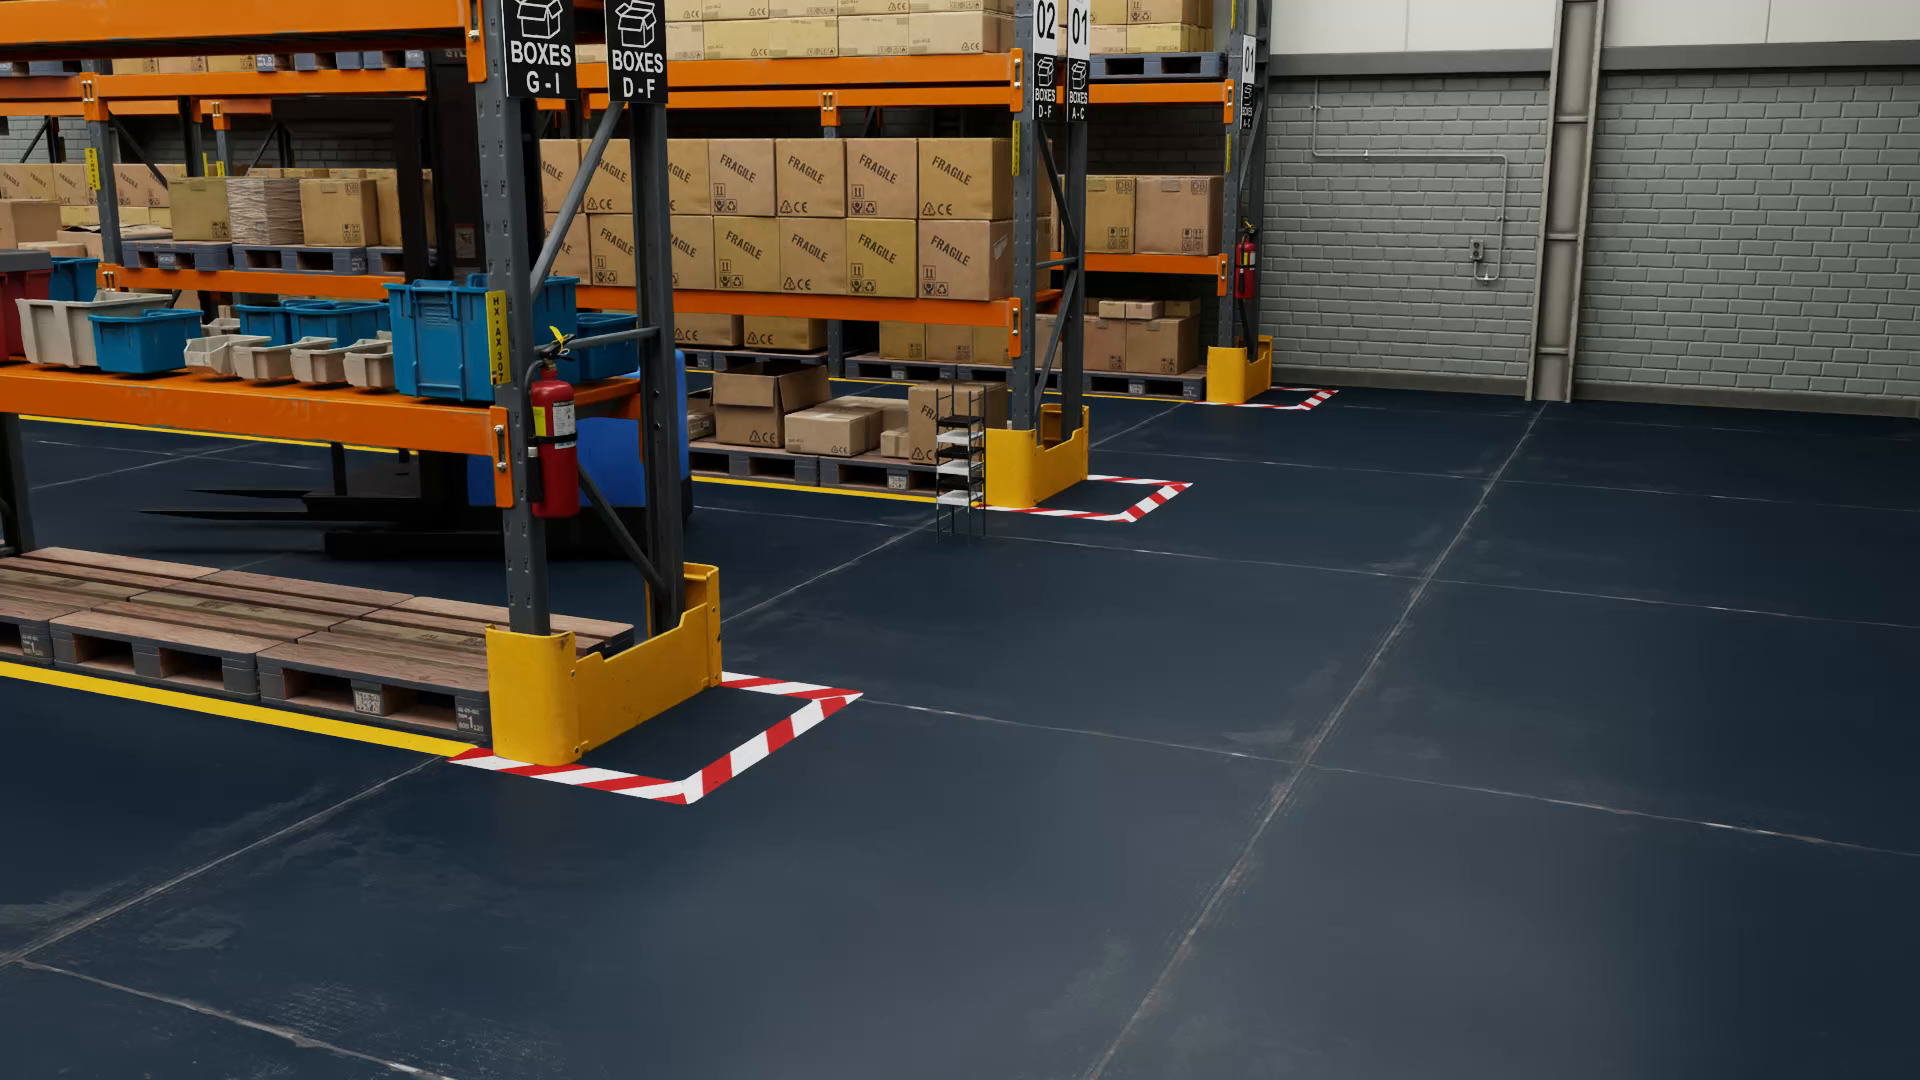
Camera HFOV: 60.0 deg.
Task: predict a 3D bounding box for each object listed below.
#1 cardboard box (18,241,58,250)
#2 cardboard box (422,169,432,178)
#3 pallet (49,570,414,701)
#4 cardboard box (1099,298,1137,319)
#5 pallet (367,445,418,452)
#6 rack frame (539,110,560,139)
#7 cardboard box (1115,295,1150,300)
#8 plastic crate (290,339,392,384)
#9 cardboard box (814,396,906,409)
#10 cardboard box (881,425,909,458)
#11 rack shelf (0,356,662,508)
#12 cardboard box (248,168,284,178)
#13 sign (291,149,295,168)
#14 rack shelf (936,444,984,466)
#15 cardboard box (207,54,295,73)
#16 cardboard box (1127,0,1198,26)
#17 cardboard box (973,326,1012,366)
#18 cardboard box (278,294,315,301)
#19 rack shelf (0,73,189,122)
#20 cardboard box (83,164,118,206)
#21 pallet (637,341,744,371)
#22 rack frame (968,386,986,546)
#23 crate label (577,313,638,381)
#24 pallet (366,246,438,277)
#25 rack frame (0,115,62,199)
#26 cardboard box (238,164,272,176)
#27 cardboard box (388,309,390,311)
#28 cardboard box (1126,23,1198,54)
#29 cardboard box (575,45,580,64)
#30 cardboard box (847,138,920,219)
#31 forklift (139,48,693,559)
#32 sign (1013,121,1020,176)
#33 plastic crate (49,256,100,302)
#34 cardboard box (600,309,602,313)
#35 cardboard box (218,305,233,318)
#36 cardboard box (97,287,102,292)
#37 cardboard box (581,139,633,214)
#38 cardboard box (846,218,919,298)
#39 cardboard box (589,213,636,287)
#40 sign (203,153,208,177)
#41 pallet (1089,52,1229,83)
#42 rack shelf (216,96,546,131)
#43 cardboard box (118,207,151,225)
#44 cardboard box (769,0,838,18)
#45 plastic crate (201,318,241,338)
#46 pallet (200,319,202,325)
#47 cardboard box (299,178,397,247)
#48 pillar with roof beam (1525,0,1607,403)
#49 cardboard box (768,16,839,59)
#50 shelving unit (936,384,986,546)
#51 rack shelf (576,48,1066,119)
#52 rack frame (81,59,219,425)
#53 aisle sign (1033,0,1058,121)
[{"bbox_3d":[-7.917,-2.510,14.436,0.250,0.149,0.380,7,15,27],"label":"cardboard box"},{"bbox_3d":[-5.681,-3.911,18.676,0.500,0.500,0.700,4,14,18],"label":"cardboard box"},{"bbox_3d":[-3.273,0.408,7.553,1.213,0.211,1.003,6,14,23],"label":"pallet"},{"bbox_3d":[1.483,-2.165,15.549,0.250,0.149,0.380,6,15,25],"label":"cardboard box"},{"bbox_3d":[-3.830,-0.866,12.982,1.213,0.211,1.003,6,14,23],"label":"pallet"},{"bbox_3d":[-4.725,-3.561,18.365,0.127,3.000,1.000,6,14,23],"label":"rack frame"},{"bbox_3d":[1.640,-2.245,15.889,0.250,0.149,0.380,6,14,23],"label":"cardboard box"},{"bbox_3d":[-2.502,-0.720,6.703,0.243,0.136,0.396,6,14,23],"label":"plastic crate"},{"bbox_3d":[-0.711,-0.863,11.925,0.500,0.250,0.500,6,14,23],"label":"cardboard box"},{"bbox_3d":[-0.345,-0.676,11.308,0.250,0.166,0.380,6,14,23],"label":"cardboard box"},{"bbox_3d":[-3.252,-0.586,7.263,4.000,0.370,1.077,6,14,23],"label":"rack shelf"},{"bbox_3d":[-7.931,-4.140,19.650,0.500,0.500,0.700,6,14,23],"label":"cardboard box"},{"bbox_3d":[-8.161,-4.611,20.305,0.005,0.325,0.100,6,14,23],"label":"sign"},{"bbox_3d":[0.007,-0.493,9.636,0.200,0.077,0.258,6,14,23],"label":"rack shelf"},{"bbox_3d":[-5.374,-3.906,13.052,0.500,0.500,0.910,6,14,23],"label":"cardboard box"},{"bbox_3d":[1.809,-4.837,14.785,0.500,0.500,0.500,6,14,23],"label":"cardboard box"},{"bbox_3d":[0.500,-1.993,16.234,0.500,0.500,0.700,6,15,25],"label":"cardboard box"},{"bbox_3d":[-7.703,-2.864,19.902,0.500,0.500,0.700,6,15,25],"label":"cardboard box"},{"bbox_3d":[-8.557,-3.821,14.482,4.000,0.370,1.077,6,14,23],"label":"rack shelf"},{"bbox_3d":[-10.331,-4.354,20.387,0.500,0.500,0.500,6,15,25],"label":"cardboard box"},{"bbox_3d":[-2.924,-2.002,17.823,1.213,0.211,1.003,6,14,23],"label":"pallet"},{"bbox_3d":[0.100,-0.428,9.609,0.006,0.900,0.240,6,14,23],"label":"rack frame"},{"bbox_3d":[-1.516,-0.791,6.795,0.303,0.233,0.416,6,14,23],"label":"crate label"},{"bbox_3d":[-3.758,-2.159,12.811,1.213,0.211,1.003,6,14,23],"label":"pallet"},{"bbox_3d":[-12.040,-4.301,21.520,0.127,3.000,1.000,6,14,23],"label":"rack frame"},{"bbox_3d":[-8.728,-4.320,20.243,0.500,0.500,0.500,5,14,22],"label":"cardboard box"},{"bbox_3d":[-4.788,-1.753,13.526,0.500,0.250,0.500,5,14,22],"label":"cardboard box"},{"bbox_3d":[1.812,-4.474,14.878,0.500,0.250,0.500,6,15,25],"label":"cardboard box"},{"bbox_3d":[-2.727,-3.447,11.639,0.500,0.250,0.500,6,14,23],"label":"cardboard box"},{"bbox_3d":[-0.395,-2.352,10.803,0.500,0.500,0.500,6,15,25],"label":"cardboard box"},{"bbox_3d":[-3.160,-1.438,9.469,3.031,2.935,1.130,0,13,2],"label":"forklift"},{"bbox_3d":[0.343,-2.389,10.145,0.005,0.325,0.100,6,14,23],"label":"sign"},{"bbox_3d":[-4.516,-1.171,8.084,0.575,0.384,0.392,6,14,23],"label":"plastic crate"},{"bbox_3d":[-4.106,-2.624,18.156,0.750,0.750,0.750,6,14,22],"label":"cardboard box"},{"bbox_3d":[-8.884,-2.809,20.400,0.250,0.166,0.380,4,14,16],"label":"cardboard box"},{"bbox_3d":[-10.922,-3.071,21.199,0.500,0.311,0.500,7,15,28],"label":"cardboard box"},{"bbox_3d":[-2.282,-2.541,11.612,0.500,0.500,0.500,5,14,21],"label":"cardboard box"},{"bbox_3d":[-0.409,-1.866,10.924,0.500,0.500,0.500,6,14,24],"label":"cardboard box"},{"bbox_3d":[-2.246,-2.054,11.723,0.500,0.500,0.500,6,15,24],"label":"cardboard box"},{"bbox_3d":[-6.517,-3.165,14.318,0.005,0.325,0.100,6,14,23],"label":"sign"},{"bbox_3d":[1.907,-4.305,15.161,1.213,0.211,1.003,6,14,23],"label":"pallet"},{"bbox_3d":[-6.554,-4.856,18.893,4.000,0.370,1.077,6,14,23],"label":"rack shelf"},{"bbox_3d":[-9.857,-3.940,20.263,0.500,0.250,0.500,6,14,23],"label":"cardboard box"},{"bbox_3d":[-0.900,-3.504,10.790,0.500,0.250,0.500,6,14,23],"label":"cardboard box"},{"bbox_3d":[-3.367,-0.924,7.573,0.466,0.136,0.293,6,14,23],"label":"plastic crate"},{"bbox_3d":[-9.011,-2.628,20.494,1.213,0.211,1.003,6,14,23],"label":"pallet"},{"bbox_3d":[-4.712,-2.560,12.959,0.500,0.500,0.700,2,13,9],"label":"cardboard box"},{"bbox_3d":[3.664,-4.773,10.398,0.400,9.000,9.100,6,14,23],"label":"pillar with roof beam"},{"bbox_3d":[-0.906,-3.258,10.834,0.500,0.250,0.500,6,14,23],"label":"cardboard box"},{"bbox_3d":[0.007,-0.437,9.649,0.210,0.900,0.258,6,14,23],"label":"shelving unit"},{"bbox_3d":[-1.243,-3.081,11.328,4.000,0.370,1.077,6,14,23],"label":"rack shelf"},{"bbox_3d":[-6.728,-2.526,13.954,0.127,3.000,1.000,6,14,23],"label":"rack frame"},{"bbox_3d":[0.524,-2.981,10.203,0.004,0.787,0.394,6,14,23],"label":"aisle sign"}]
